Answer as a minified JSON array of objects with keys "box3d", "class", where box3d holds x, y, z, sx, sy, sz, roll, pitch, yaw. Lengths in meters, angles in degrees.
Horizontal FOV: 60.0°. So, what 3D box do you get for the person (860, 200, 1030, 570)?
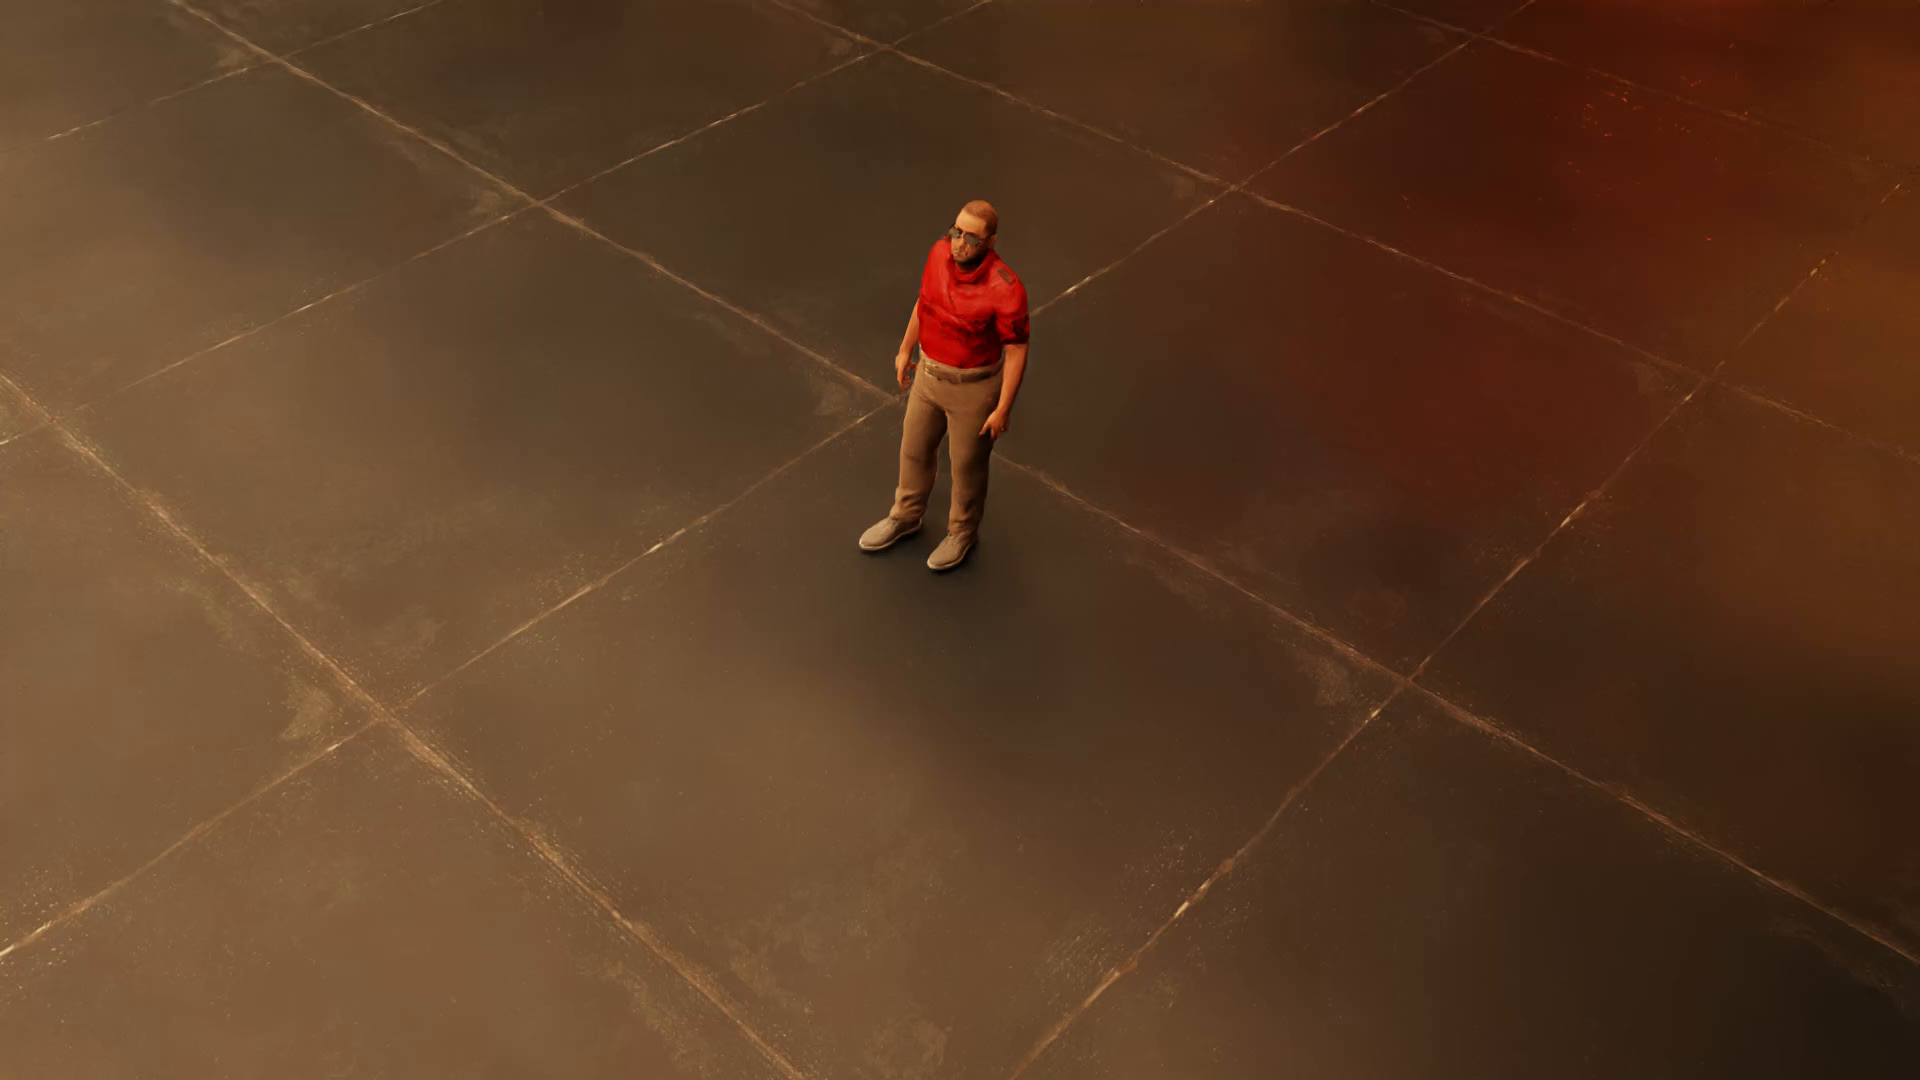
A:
[{"box3d":[-0.070,-0.624,7.068,0.640,1.727,0.550,31,49,31],"class":"person"}]
